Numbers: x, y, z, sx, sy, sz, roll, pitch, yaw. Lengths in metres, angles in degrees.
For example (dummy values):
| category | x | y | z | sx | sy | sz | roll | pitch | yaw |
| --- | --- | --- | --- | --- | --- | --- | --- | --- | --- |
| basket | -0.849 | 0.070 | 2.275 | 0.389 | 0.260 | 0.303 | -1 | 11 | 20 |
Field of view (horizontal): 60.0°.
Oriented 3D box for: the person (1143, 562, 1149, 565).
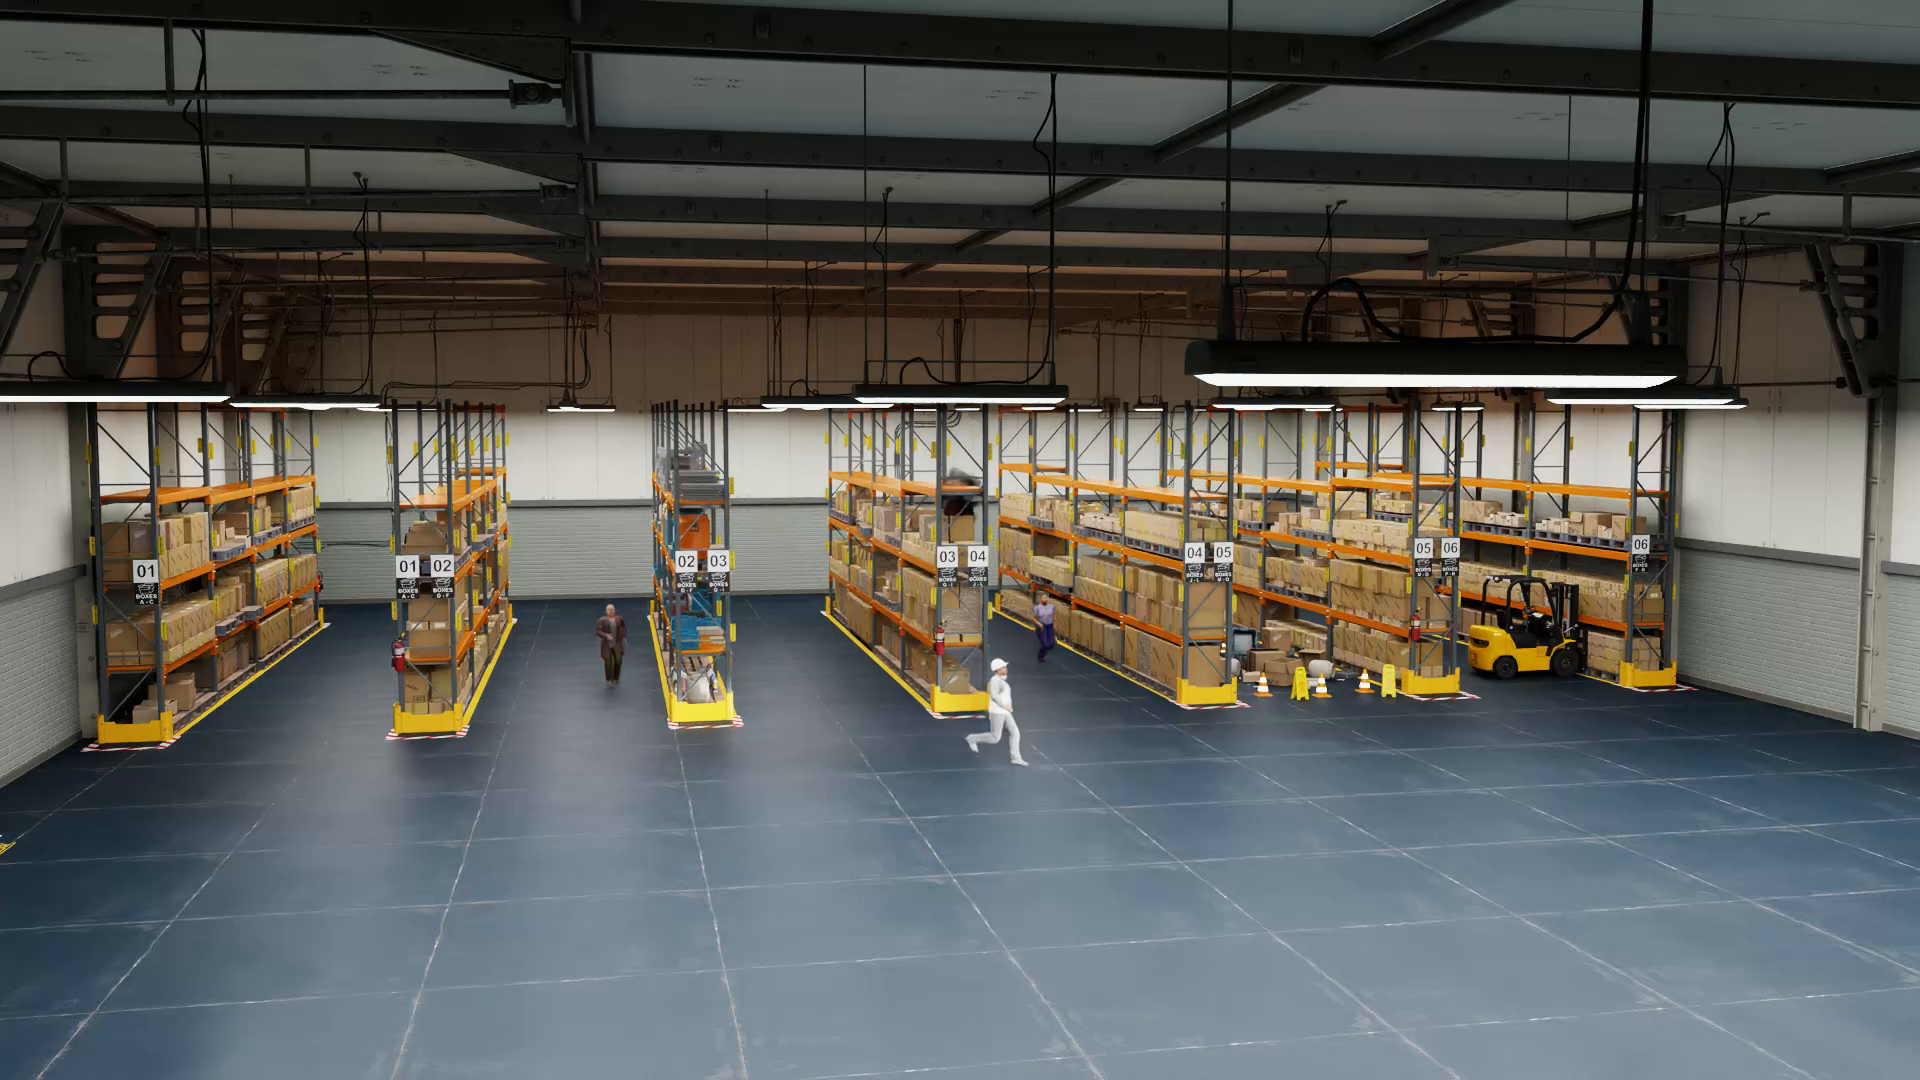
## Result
| category | x | y | z | sx | sy | sz | roll | pitch | yaw |
| --- | --- | --- | --- | --- | --- | --- | --- | --- | --- |
| person | 4.958 | 1.610 | 44.313 | 0.681 | 1.639 | 0.829 | -3 | 5 | -30 |

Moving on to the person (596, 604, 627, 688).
| category | x | y | z | sx | sy | sz | roll | pitch | yaw |
| --- | --- | --- | --- | --- | --- | --- | --- | --- | --- |
| person | -7.273 | 2.225 | 34.761 | 0.672 | 1.769 | 0.837 | -2 | 5 | -20 |

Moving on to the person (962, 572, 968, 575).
| category | x | y | z | sx | sy | sz | roll | pitch | yaw |
| --- | --- | --- | --- | --- | --- | --- | --- | --- | --- |
| person | 0.174 | 1.311 | 46.760 | 0.662 | 1.716 | 0.964 | -1 | 4 | -7 |

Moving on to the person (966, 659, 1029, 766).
| category | x | y | z | sx | sy | sz | roll | pitch | yaw |
| --- | --- | --- | --- | --- | --- | --- | --- | --- | --- |
| person | 0.618 | 2.823 | 27.224 | 1.032 | 1.762 | 0.639 | 1 | 4 | 16 |

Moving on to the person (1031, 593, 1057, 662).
| category | x | y | z | sx | sy | sz | roll | pitch | yaw |
| --- | --- | --- | --- | --- | --- | --- | --- | --- | --- |
| person | 1.871 | 1.927 | 36.644 | 0.618 | 1.530 | 0.579 | -1 | 4 | -16 |
